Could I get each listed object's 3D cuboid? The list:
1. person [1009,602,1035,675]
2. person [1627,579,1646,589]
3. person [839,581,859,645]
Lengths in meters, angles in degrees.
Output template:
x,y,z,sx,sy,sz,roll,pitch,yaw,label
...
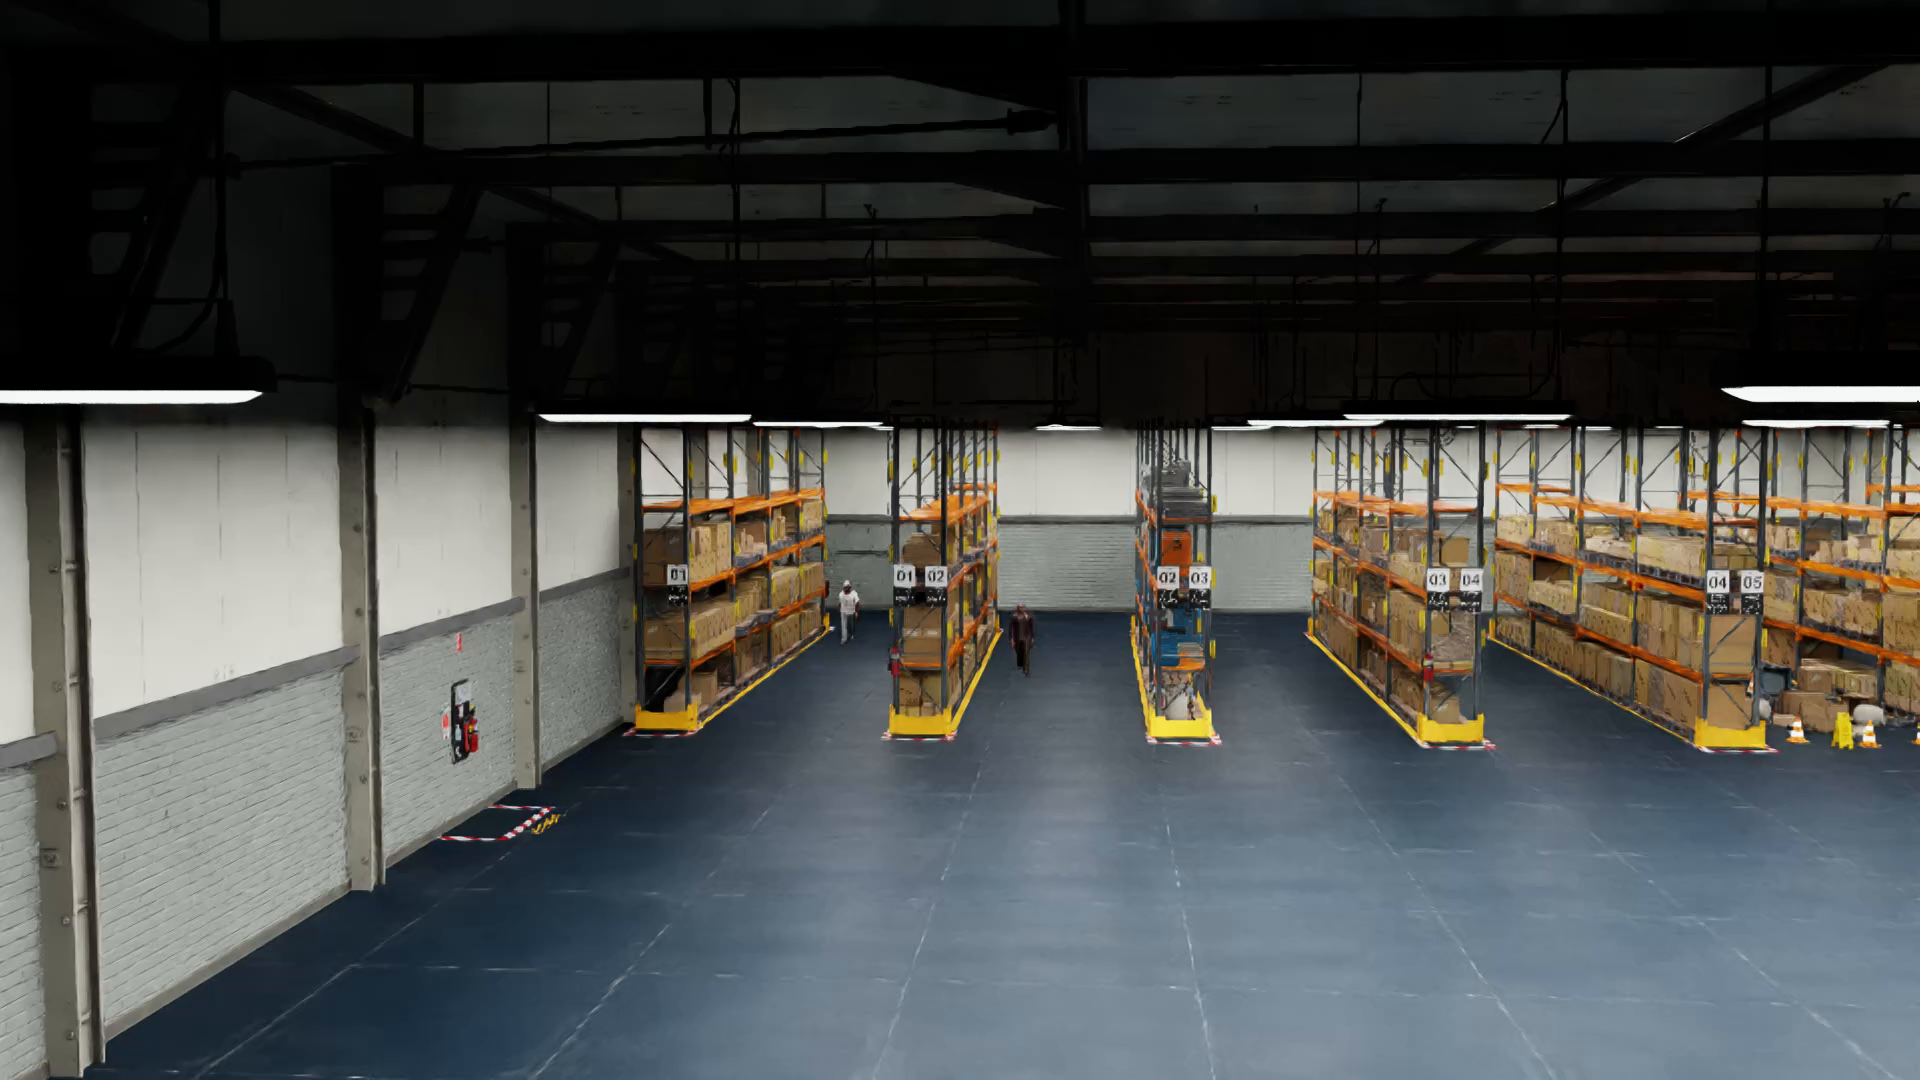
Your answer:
x,y,z,sx,sy,sz,roll,pitch,yaw,label
1.450,2.300,39.137,0.598,1.698,1.193,0,4,7,person
20.326,1.613,49.985,0.534,1.653,1.041,1,4,14,person
-3.005,1.941,44.839,0.591,1.716,1.042,0,4,4,person
